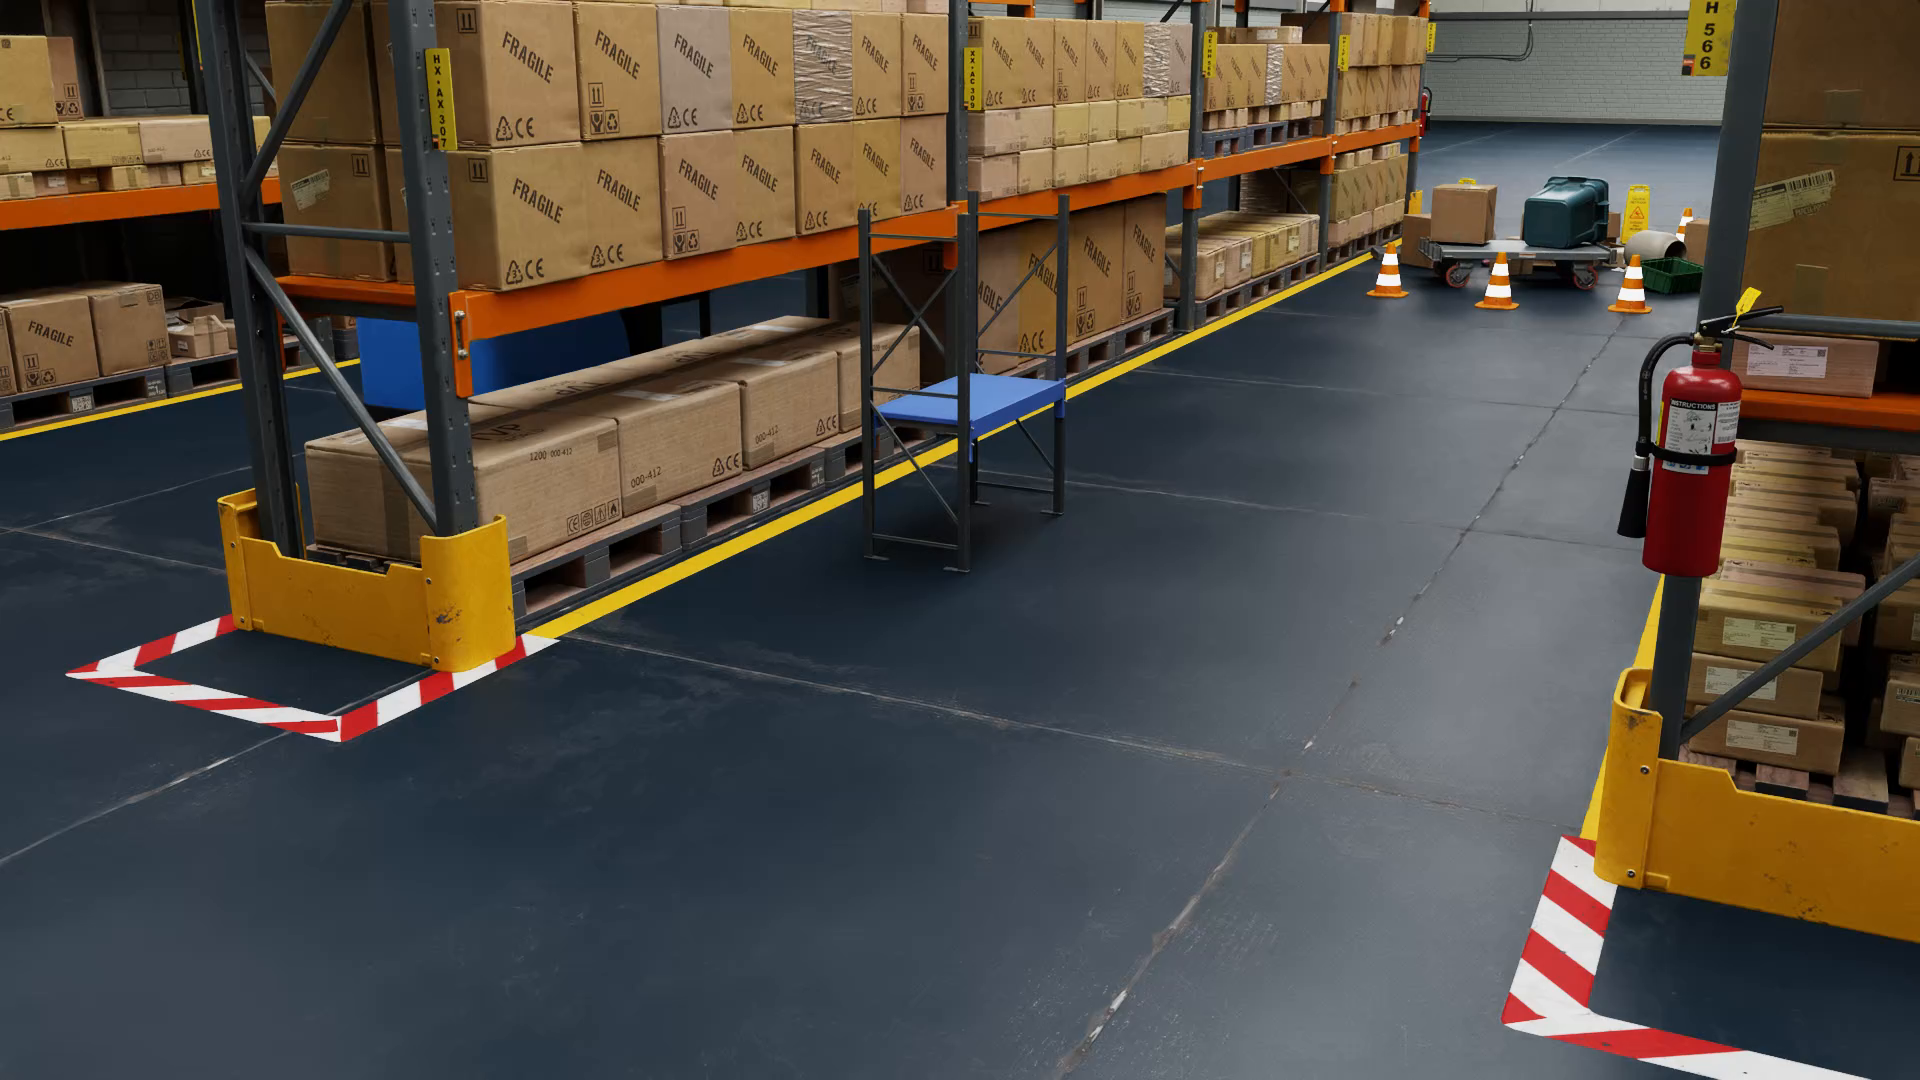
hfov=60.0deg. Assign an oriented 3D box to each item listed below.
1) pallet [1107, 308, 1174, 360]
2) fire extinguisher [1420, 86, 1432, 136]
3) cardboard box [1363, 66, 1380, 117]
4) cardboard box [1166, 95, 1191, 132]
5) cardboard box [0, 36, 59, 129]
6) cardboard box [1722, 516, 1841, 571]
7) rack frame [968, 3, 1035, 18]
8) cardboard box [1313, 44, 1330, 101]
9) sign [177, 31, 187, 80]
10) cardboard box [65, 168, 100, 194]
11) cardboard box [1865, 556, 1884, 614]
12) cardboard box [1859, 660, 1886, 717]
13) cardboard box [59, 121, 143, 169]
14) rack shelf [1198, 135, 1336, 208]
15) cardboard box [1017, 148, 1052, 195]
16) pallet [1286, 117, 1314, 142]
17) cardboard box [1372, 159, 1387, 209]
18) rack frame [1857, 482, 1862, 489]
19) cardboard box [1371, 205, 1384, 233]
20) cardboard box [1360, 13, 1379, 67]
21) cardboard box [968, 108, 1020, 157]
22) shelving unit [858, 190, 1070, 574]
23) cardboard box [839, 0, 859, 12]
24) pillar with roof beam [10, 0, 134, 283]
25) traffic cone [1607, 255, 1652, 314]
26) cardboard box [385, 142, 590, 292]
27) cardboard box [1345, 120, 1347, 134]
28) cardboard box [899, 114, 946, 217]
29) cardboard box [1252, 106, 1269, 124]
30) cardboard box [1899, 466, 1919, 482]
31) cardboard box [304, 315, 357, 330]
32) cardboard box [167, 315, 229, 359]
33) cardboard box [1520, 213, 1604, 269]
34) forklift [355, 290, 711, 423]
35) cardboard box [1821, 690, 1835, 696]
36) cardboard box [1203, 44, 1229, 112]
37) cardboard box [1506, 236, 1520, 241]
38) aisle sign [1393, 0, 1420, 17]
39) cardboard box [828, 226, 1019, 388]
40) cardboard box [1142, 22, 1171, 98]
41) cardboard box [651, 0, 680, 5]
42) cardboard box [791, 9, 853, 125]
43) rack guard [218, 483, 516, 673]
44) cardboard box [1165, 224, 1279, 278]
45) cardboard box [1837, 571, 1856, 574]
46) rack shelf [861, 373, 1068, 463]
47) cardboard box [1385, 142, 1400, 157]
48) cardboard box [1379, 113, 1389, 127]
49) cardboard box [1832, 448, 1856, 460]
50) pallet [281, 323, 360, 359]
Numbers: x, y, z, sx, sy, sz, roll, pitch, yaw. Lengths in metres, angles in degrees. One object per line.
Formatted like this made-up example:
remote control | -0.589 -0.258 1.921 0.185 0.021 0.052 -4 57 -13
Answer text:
pallet | 0.939 -1.591 12.511 1.003 0.211 1.213 8 18 25
fire extinguisher | 5.397 -5.090 19.531 0.296 0.674 0.183 8 18 25
cardboard box | 4.031 -4.662 17.255 0.500 0.500 0.500 8 18 25
cardboard box | 1.370 -3.131 12.184 0.500 0.250 0.500 8 18 25
cardboard box | -5.545 -2.606 9.453 0.500 0.500 0.500 9 19 27
cardboard box | 2.605 0.039 5.350 0.380 0.149 0.250 7 18 23
rack frame | 0.491 -5.788 21.742 1.000 3.000 0.127 8 18 25
cardboard box | 3.145 -4.383 15.578 0.500 0.500 0.500 8 18 24
sign | -5.369 -3.356 11.520 0.100 0.325 0.005 8 18 25
cardboard box | -5.425 -2.175 10.021 0.380 0.149 0.250 8 18 26
cardboard box | 3.170 0.177 5.407 0.380 0.149 0.250 7 18 23
cardboard box | 2.926 0.454 4.997 0.380 0.149 0.250 8 18 26
cardboard box | -5.326 -2.386 10.030 0.500 0.250 0.500 8 18 25
rack shelf | 2.252 -3.284 14.576 1.077 0.370 4.000 8 18 25
cardboard box | 0.234 -2.239 10.058 0.500 0.250 0.500 8 18 24
pallet | 2.674 -3.870 15.623 1.003 0.211 1.213 8 18 25
cardboard box | 4.347 -3.901 18.166 0.500 0.500 0.500 8 18 24
rack frame | 4.045 -1.496 7.294 1.000 3.000 0.127 8 18 25
cardboard box | 4.345 -3.535 18.250 0.500 0.250 0.500 7 18 23
cardboard box | 3.784 -5.020 16.703 0.700 0.500 0.500 8 18 26
cardboard box | 0.020 -2.344 9.534 0.500 0.250 0.500 8 18 24
shelving unit | 0.038 -0.741 7.384 0.538 1.500 1.048 8 18 25
cardboard box | -0.714 -2.637 8.064 0.380 0.149 0.250 8 18 25
pillar with roof beam | -2.137 -4.996 8.541 9.100 9.000 0.400 8 18 25
traffic cone | 5.669 -2.169 14.013 0.336 0.463 0.334 8 18 25
cardboard box | -1.745 -1.215 6.172 0.500 0.500 0.500 8 18 25
cardboard box | 3.640 -4.128 16.596 0.380 0.149 0.250 9 19 27
cardboard box | -0.407 -1.998 8.806 0.500 0.500 0.500 8 18 26
cardboard box | 2.436 -3.665 14.298 0.380 0.149 0.250 9 19 27
cardboard box | 3.602 -0.151 5.989 0.380 0.149 0.250 7 18 23
cardboard box | -4.454 -1.829 12.065 0.500 0.500 0.500 9 19 28
cardboard box | -5.017 -1.351 10.870 0.396 0.266 0.258 9 19 27
cardboard box | 6.003 -3.017 16.559 0.797 0.637 0.503 8 18 25
forklift | -2.071 -2.148 9.609 1.130 2.935 3.031 9 19 27
cardboard box | 2.526 0.392 5.204 0.380 0.149 0.250 8 18 25
cardboard box | 1.767 -3.596 12.928 0.500 0.500 0.500 8 18 24
cardboard box | 6.155 -3.200 18.036 0.250 0.149 0.380 -11 20 -32
aisle sign | 5.220 -6.382 19.178 0.394 0.787 0.004 8 18 25
cardboard box | -0.223 -1.451 10.136 0.875 0.875 0.875 9 19 27
cardboard box | 1.140 -3.350 11.602 0.500 0.500 0.500 8 19 26
cardboard box | -1.366 -2.245 6.745 0.380 0.149 0.250 8 18 26
cardboard box | -0.846 -2.213 7.776 0.500 0.500 0.500 8 18 26
rack guard | -2.227 0.123 6.233 1.175 0.500 0.348 8 18 25
cardboard box | 2.287 -2.585 14.837 0.950 0.372 0.625 9 19 27
cardboard box | 2.681 0.187 5.375 0.380 0.149 0.250 8 18 25
rack shelf | 0.038 -0.568 7.435 0.538 0.185 1.000 8 18 25
cardboard box | 4.705 -4.371 18.609 0.380 0.149 0.250 9 19 27
cardboard box | 4.449 -4.579 18.115 0.380 0.149 0.250 8 18 25
cardboard box | 3.364 -0.352 6.667 0.380 0.149 0.250 8 18 24
pallet | -4.541 -1.606 12.561 1.003 0.211 1.213 8 18 25
